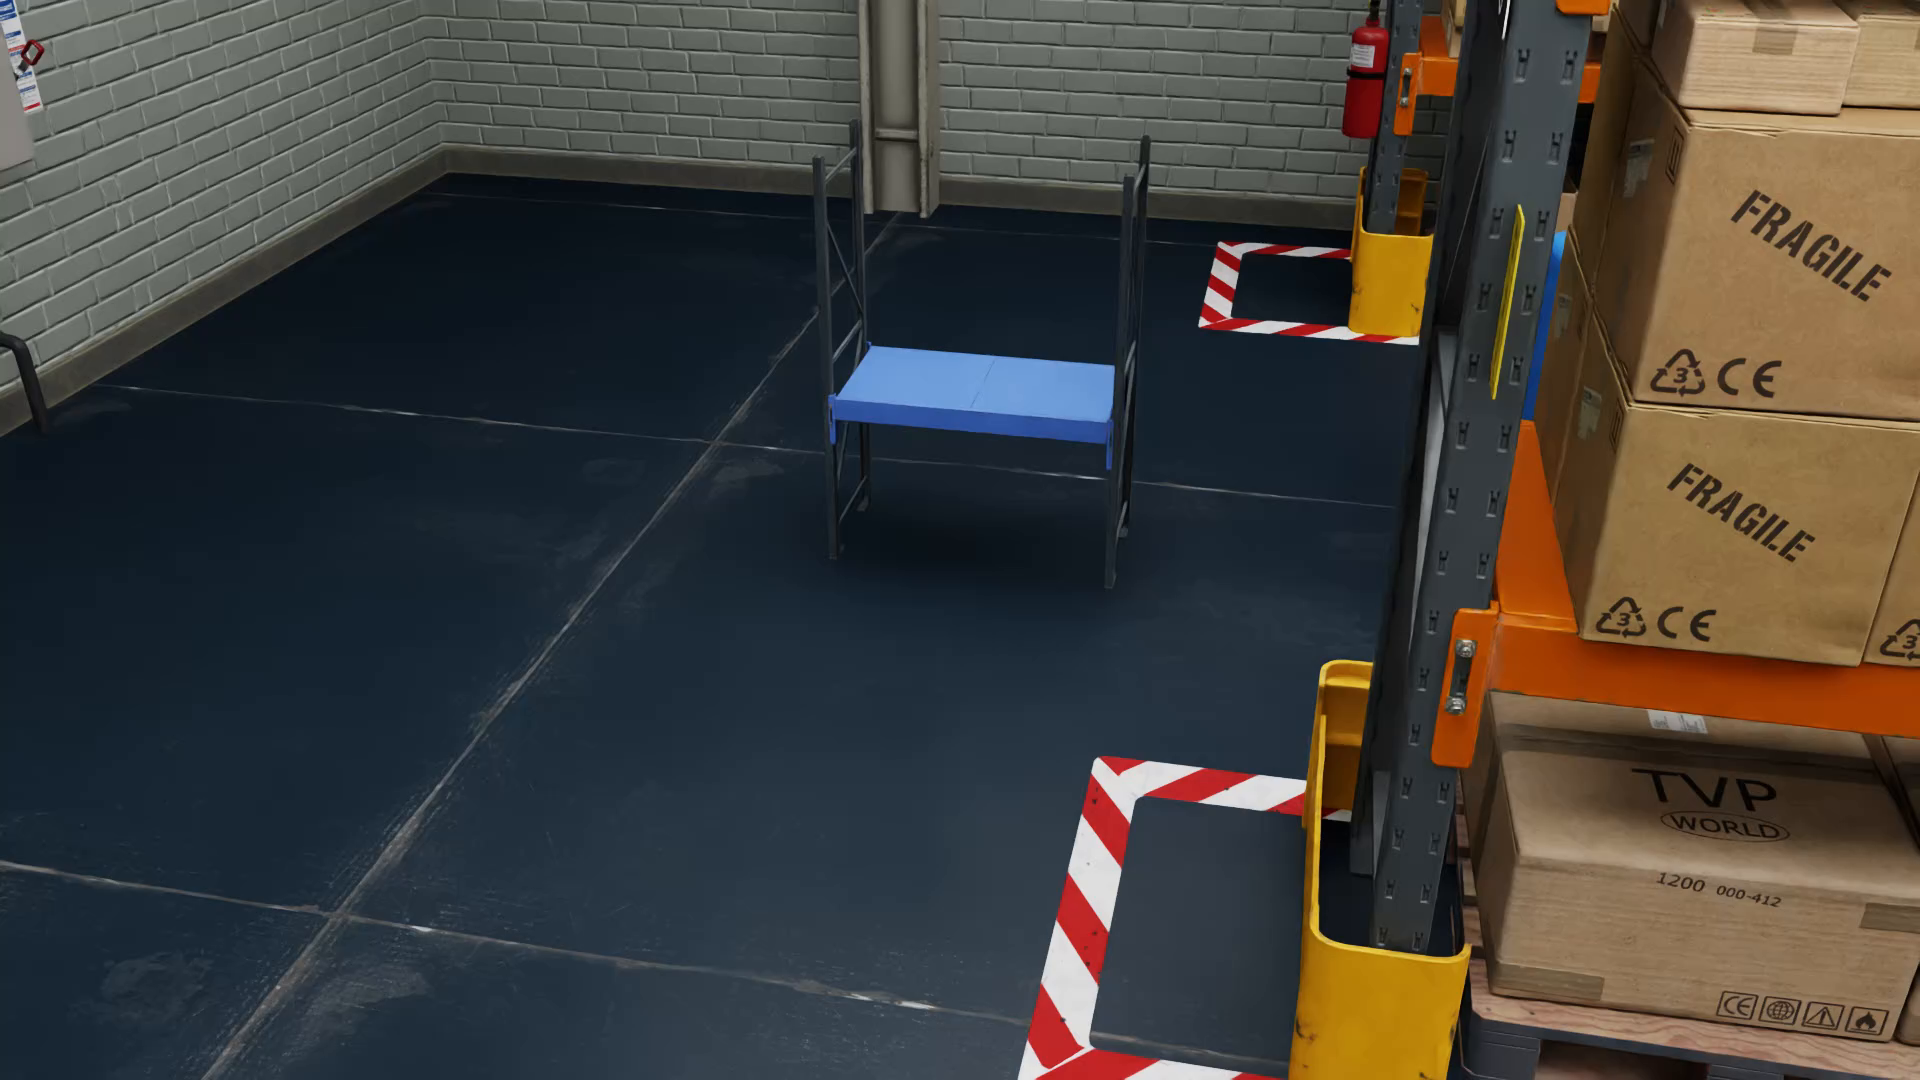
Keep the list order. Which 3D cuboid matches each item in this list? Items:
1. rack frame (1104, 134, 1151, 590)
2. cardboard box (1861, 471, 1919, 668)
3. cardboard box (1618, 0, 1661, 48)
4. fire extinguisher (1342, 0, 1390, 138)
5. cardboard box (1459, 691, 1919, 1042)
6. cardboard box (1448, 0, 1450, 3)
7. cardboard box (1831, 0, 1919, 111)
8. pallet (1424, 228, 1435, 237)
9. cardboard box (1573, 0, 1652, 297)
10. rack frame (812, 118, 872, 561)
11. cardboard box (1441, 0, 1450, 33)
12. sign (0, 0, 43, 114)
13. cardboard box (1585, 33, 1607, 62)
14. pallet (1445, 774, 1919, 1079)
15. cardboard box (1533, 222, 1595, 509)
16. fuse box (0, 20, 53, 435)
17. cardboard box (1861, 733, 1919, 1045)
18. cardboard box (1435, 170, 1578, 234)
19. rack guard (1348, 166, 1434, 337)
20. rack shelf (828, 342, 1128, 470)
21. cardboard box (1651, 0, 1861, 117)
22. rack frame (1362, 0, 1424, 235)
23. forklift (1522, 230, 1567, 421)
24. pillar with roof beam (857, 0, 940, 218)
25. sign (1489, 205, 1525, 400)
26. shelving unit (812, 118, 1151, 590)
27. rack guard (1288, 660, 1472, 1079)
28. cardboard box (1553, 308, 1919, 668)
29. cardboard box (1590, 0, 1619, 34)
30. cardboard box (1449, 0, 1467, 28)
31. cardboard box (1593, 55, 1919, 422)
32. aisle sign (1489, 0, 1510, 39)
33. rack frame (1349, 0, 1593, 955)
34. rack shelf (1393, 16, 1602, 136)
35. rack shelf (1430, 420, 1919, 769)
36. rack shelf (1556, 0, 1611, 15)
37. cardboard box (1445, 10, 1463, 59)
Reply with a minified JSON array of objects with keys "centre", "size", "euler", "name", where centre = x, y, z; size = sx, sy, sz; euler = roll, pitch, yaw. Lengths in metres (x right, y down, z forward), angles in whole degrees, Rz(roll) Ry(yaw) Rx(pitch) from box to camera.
[{"centre":[0.581,-0.598,5.781],"size":[0.032,1.500,0.500],"euler":[6,29,11],"name":"rack frame"},{"centre":[1.982,-0.080,3.169],"size":[0.500,0.500,0.500],"euler":[5,29,10],"name":"cardboard box"},{"centre":[1.465,-1.082,3.282],"size":[0.250,0.149,0.380],"euler":[6,29,11],"name":"cardboard box"},{"centre":[1.865,-2.189,7.593],"size":[0.183,0.674,0.296],"euler":[6,29,11],"name":"fire extinguisher"},{"centre":[1.739,0.702,4.075],"size":[0.875,0.438,0.875],"euler":[5,29,9],"name":"cardboard box"},{"centre":[2.610,-2.732,7.962],"size":[0.500,0.250,0.500],"euler":[7,29,12],"name":"cardboard box"},{"centre":[1.633,-0.866,2.887],"size":[0.250,0.149,0.380],"euler":[7,29,12],"name":"cardboard box"},{"centre":[2.959,-1.278,8.365],"size":[1.213,0.211,1.003],"euler":[6,29,11],"name":"pallet"},{"centre":[1.593,-0.803,3.448],"size":[0.500,0.500,0.500],"euler":[7,29,12],"name":"cardboard box"},{"centre":[-0.414,-0.700,5.967],"size":[0.032,1.500,0.500],"euler":[6,29,11],"name":"rack frame"},{"centre":[2.485,-2.571,8.084],"size":[0.250,0.149,0.380],"euler":[6,29,10],"name":"cardboard box"},{"centre":[-3.965,-1.994,6.868],"size":[0.001,0.494,0.329],"euler":[6,29,11],"name":"sign"},{"centre":[2.892,-2.303,7.594],"size":[0.250,0.149,0.380],"euler":[5,29,10],"name":"cardboard box"},{"centre":[1.871,1.010,4.186],"size":[1.213,0.211,1.003],"euler":[6,29,11],"name":"pallet"},{"centre":[1.599,-0.377,3.711],"size":[0.500,0.500,0.500],"euler":[6,29,11],"name":"cardboard box"},{"centre":[-3.866,-1.218,6.693],"size":[0.414,1.711,0.539],"euler":[6,29,11],"name":"fuse box"},{"centre":[2.635,0.790,3.915],"size":[0.875,0.438,0.875],"euler":[7,29,12],"name":"cardboard box"},{"centre":[2.683,-1.572,8.160],"size":[0.637,0.503,0.797],"euler":[5,29,9],"name":"cardboard box"},{"centre":[2.179,-1.484,8.441],"size":[0.348,0.500,1.175],"euler":[6,29,11],"name":"rack guard"},{"centre":[0.083,-0.492,5.961],"size":[1.000,0.185,0.538],"euler":[6,29,11],"name":"rack shelf"},{"centre":[1.362,-0.858,2.874],"size":[0.250,0.149,0.380],"euler":[6,29,12],"name":"cardboard box"},{"centre":[2.105,-2.588,7.854],"size":[0.127,3.000,1.000],"euler":[6,29,11],"name":"rack frame"},{"centre":[3.629,-1.238,5.459],"size":[3.031,2.935,1.130],"euler":[1,29,1],"name":"forklift"},{"centre":[-1.242,-3.892,3.988],"size":[0.400,9.000,9.100],"euler":[6,29,11],"name":"pillar with roof beam"},{"centre":[0.950,-0.411,2.894],"size":[0.005,0.325,0.100],"euler":[6,29,11],"name":"sign"},{"centre":[0.083,-0.649,5.874],"size":[1.048,1.500,0.538],"euler":[6,29,11],"name":"shelving unit"},{"centre":[1.049,0.837,4.201],"size":[0.348,0.500,1.175],"euler":[6,29,11],"name":"rack guard"},{"centre":[1.482,-0.118,3.238],"size":[0.500,0.500,0.500],"euler":[6,29,10],"name":"cardboard box"},{"centre":[2.986,-2.431,7.413],"size":[0.500,0.250,0.500],"euler":[6,29,11],"name":"cardboard box"},{"centre":[2.493,-2.481,7.505],"size":[0.500,0.250,0.500],"euler":[6,29,11],"name":"cardboard box"},{"centre":[1.482,-0.558,3.000],"size":[0.500,0.500,0.500],"euler":[5,29,9],"name":"cardboard box"},{"centre":[0.941,-1.268,2.736],"size":[0.004,0.787,0.394],"euler":[6,29,11],"name":"aisle sign"},{"centre":[1.072,-0.257,3.596],"size":[0.127,3.000,1.000],"euler":[6,29,11],"name":"rack frame"},{"centre":[4.061,-2.072,7.661],"size":[4.000,0.370,1.077],"euler":[6,29,11],"name":"rack shelf"},{"centre":[3.028,0.259,3.402],"size":[4.000,0.370,1.077],"euler":[6,29,11],"name":"rack shelf"},{"centre":[3.028,-1.057,2.682],"size":[4.000,0.370,1.077],"euler":[6,29,11],"name":"rack shelf"},{"centre":[2.369,-2.316,7.619],"size":[0.250,0.149,0.380],"euler":[6,29,10],"name":"cardboard box"}]
